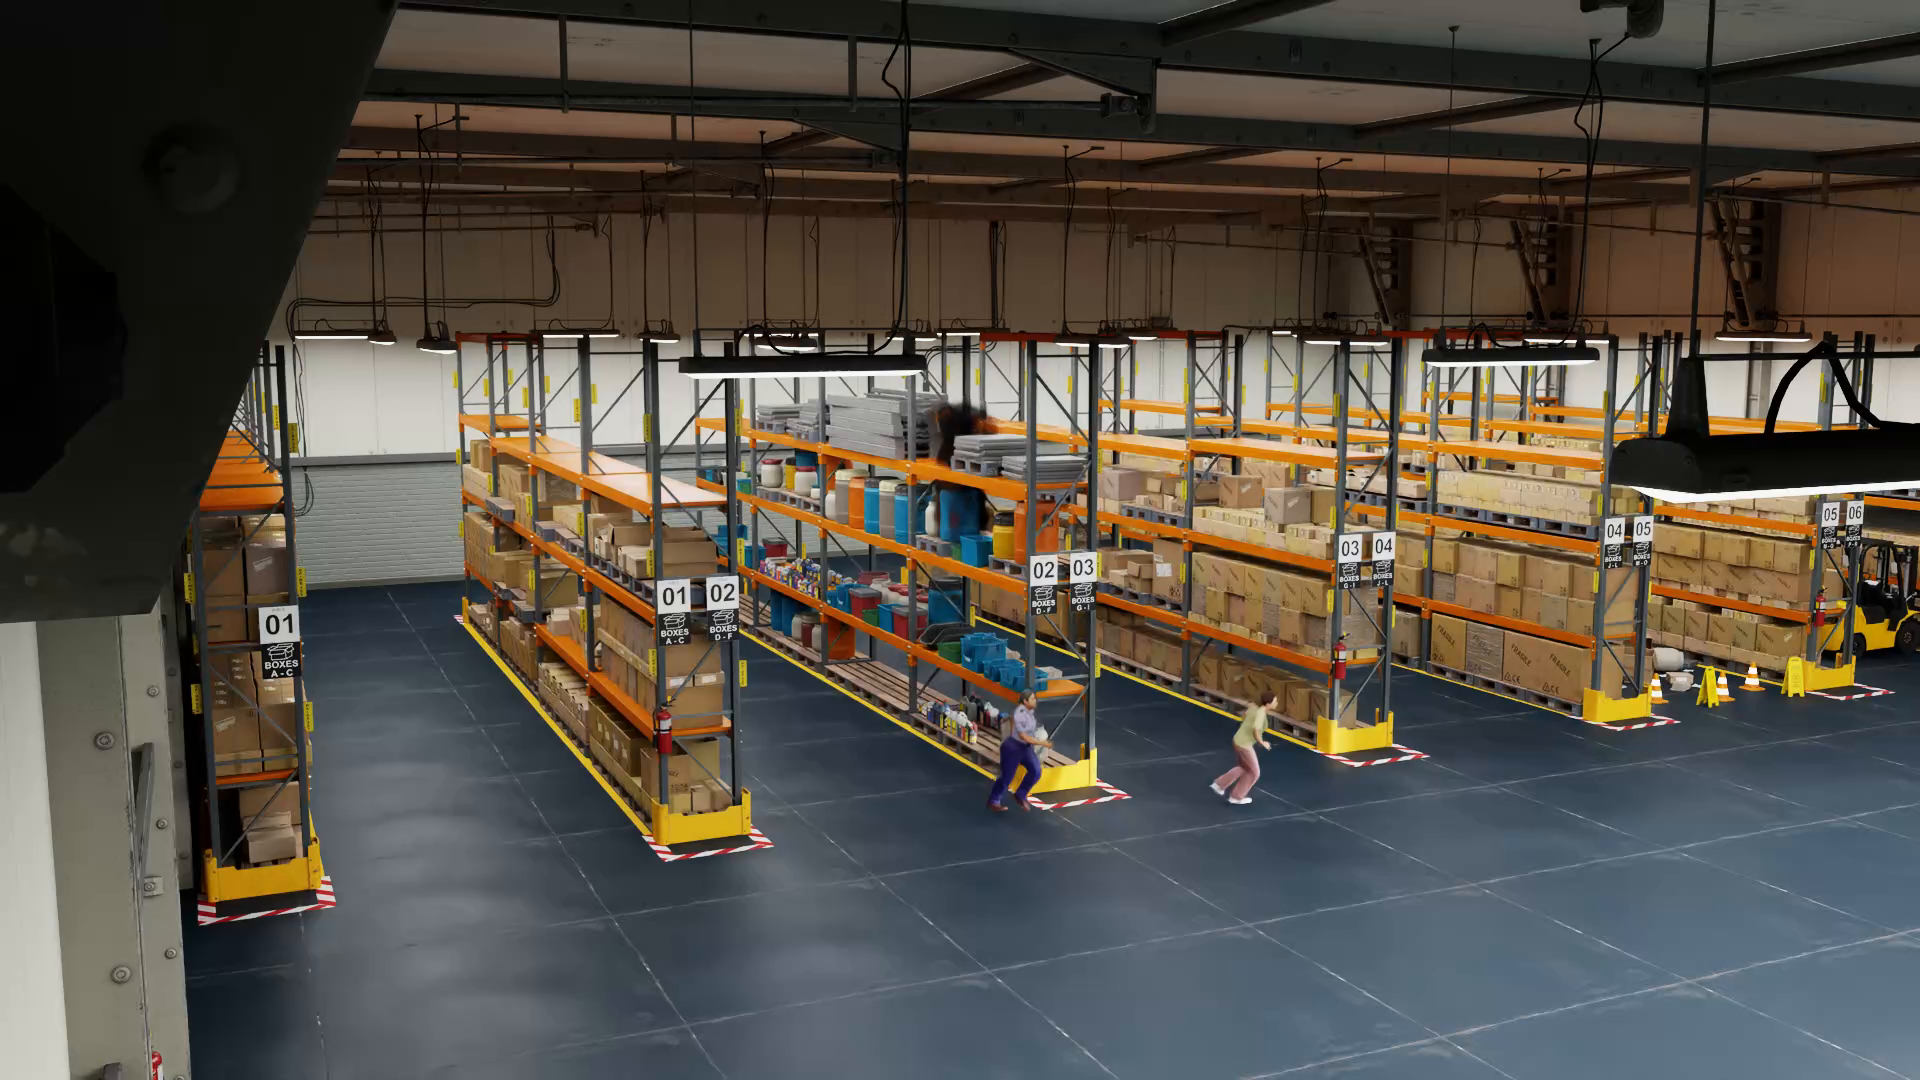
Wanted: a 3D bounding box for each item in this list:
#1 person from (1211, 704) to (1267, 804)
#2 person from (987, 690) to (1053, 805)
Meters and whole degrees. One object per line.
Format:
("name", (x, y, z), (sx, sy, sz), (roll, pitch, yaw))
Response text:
("person", (3.621, 2.785, 21.582), (0.690, 1.318, 0.544), (0, 8, 0))
("person", (0.809, 2.633, 21.103), (0.916, 1.515, 0.553), (4, 9, 25))
